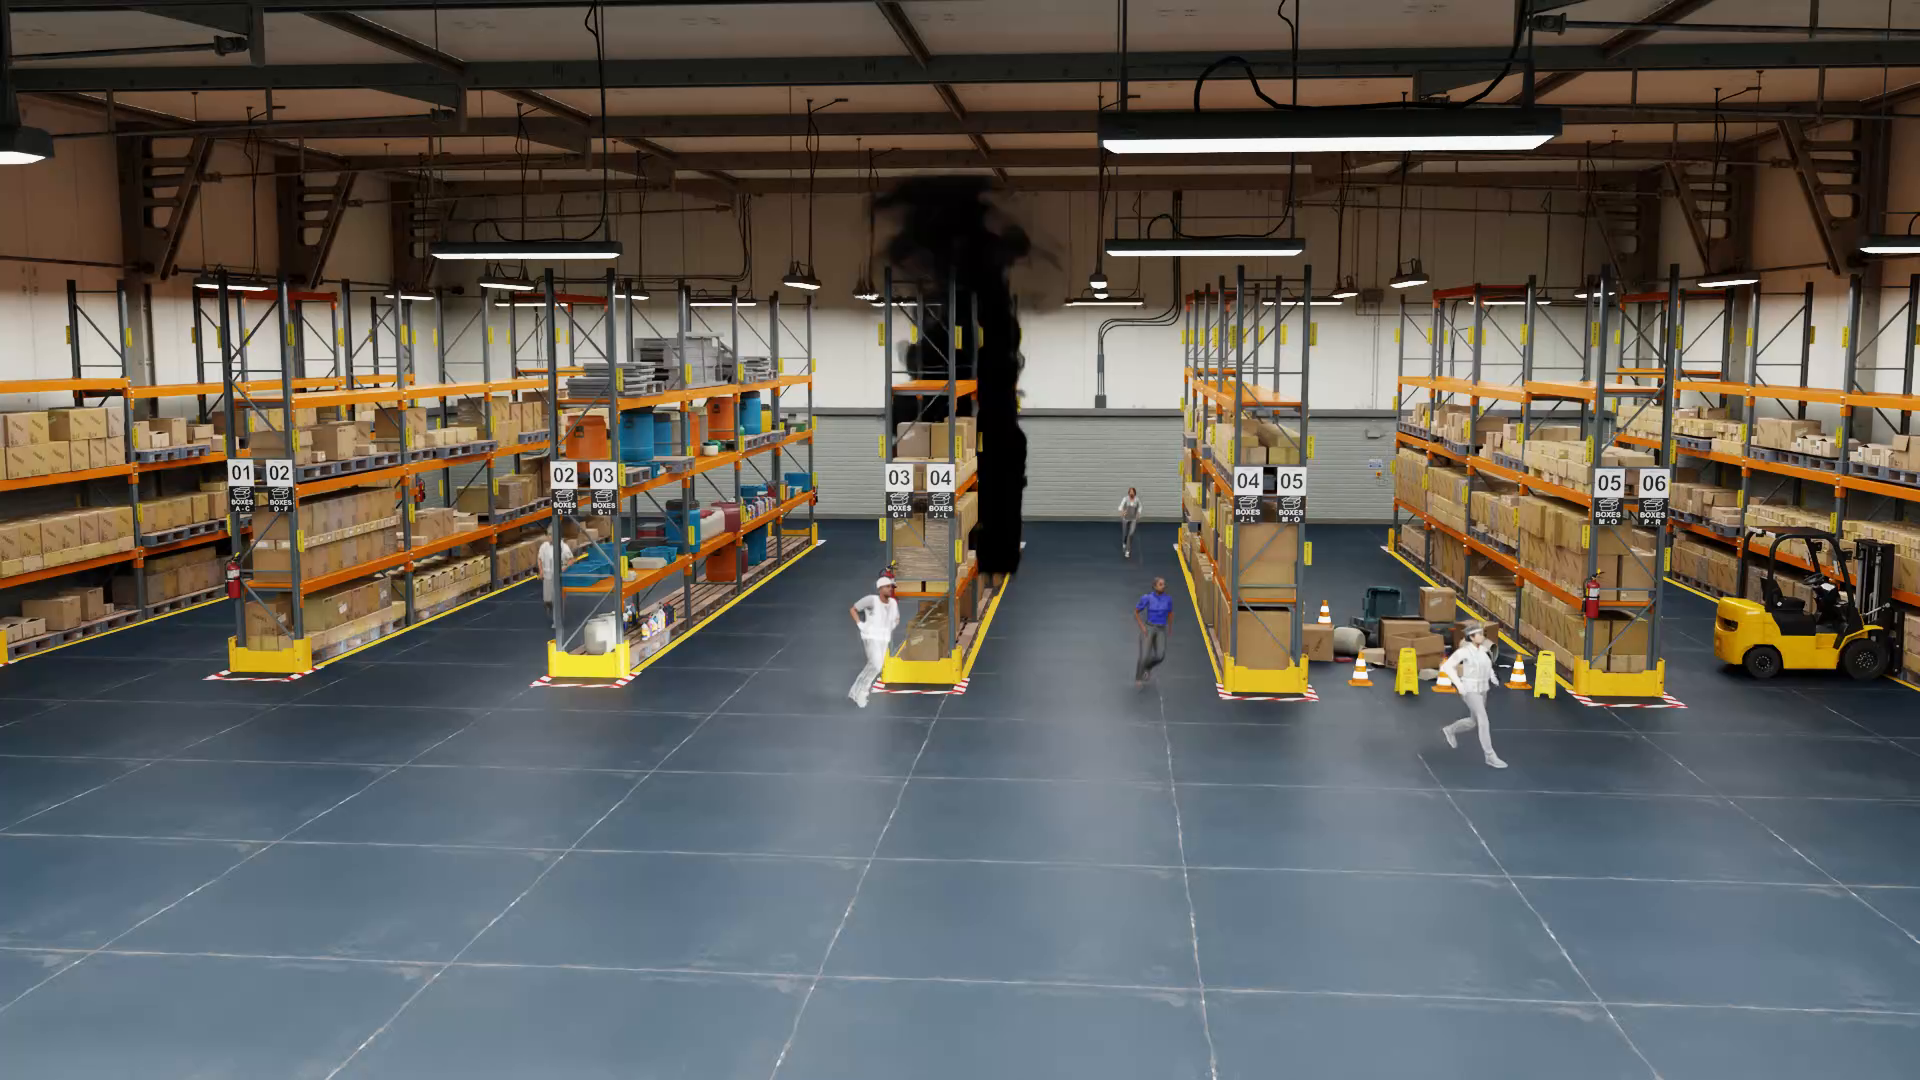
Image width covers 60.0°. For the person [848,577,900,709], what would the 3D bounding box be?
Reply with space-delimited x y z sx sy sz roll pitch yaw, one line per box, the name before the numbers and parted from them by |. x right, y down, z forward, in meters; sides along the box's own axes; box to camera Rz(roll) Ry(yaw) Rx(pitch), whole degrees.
person | -1.155 1.389 22.785 0.661 1.776 0.736 7 10 43

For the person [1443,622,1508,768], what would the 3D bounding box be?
person | 6.070 1.790 19.609 0.645 1.657 0.974 -5 9 -38

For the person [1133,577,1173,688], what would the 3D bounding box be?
person | 2.813 1.336 23.865 0.632 1.589 0.476 -1 7 -11

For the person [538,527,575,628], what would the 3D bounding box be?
person | -7.041 0.632 28.962 0.653 1.758 0.647 0 7 2

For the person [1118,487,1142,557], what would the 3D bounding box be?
person | 3.928 -0.436 38.373 0.550 1.590 0.779 0 7 3
